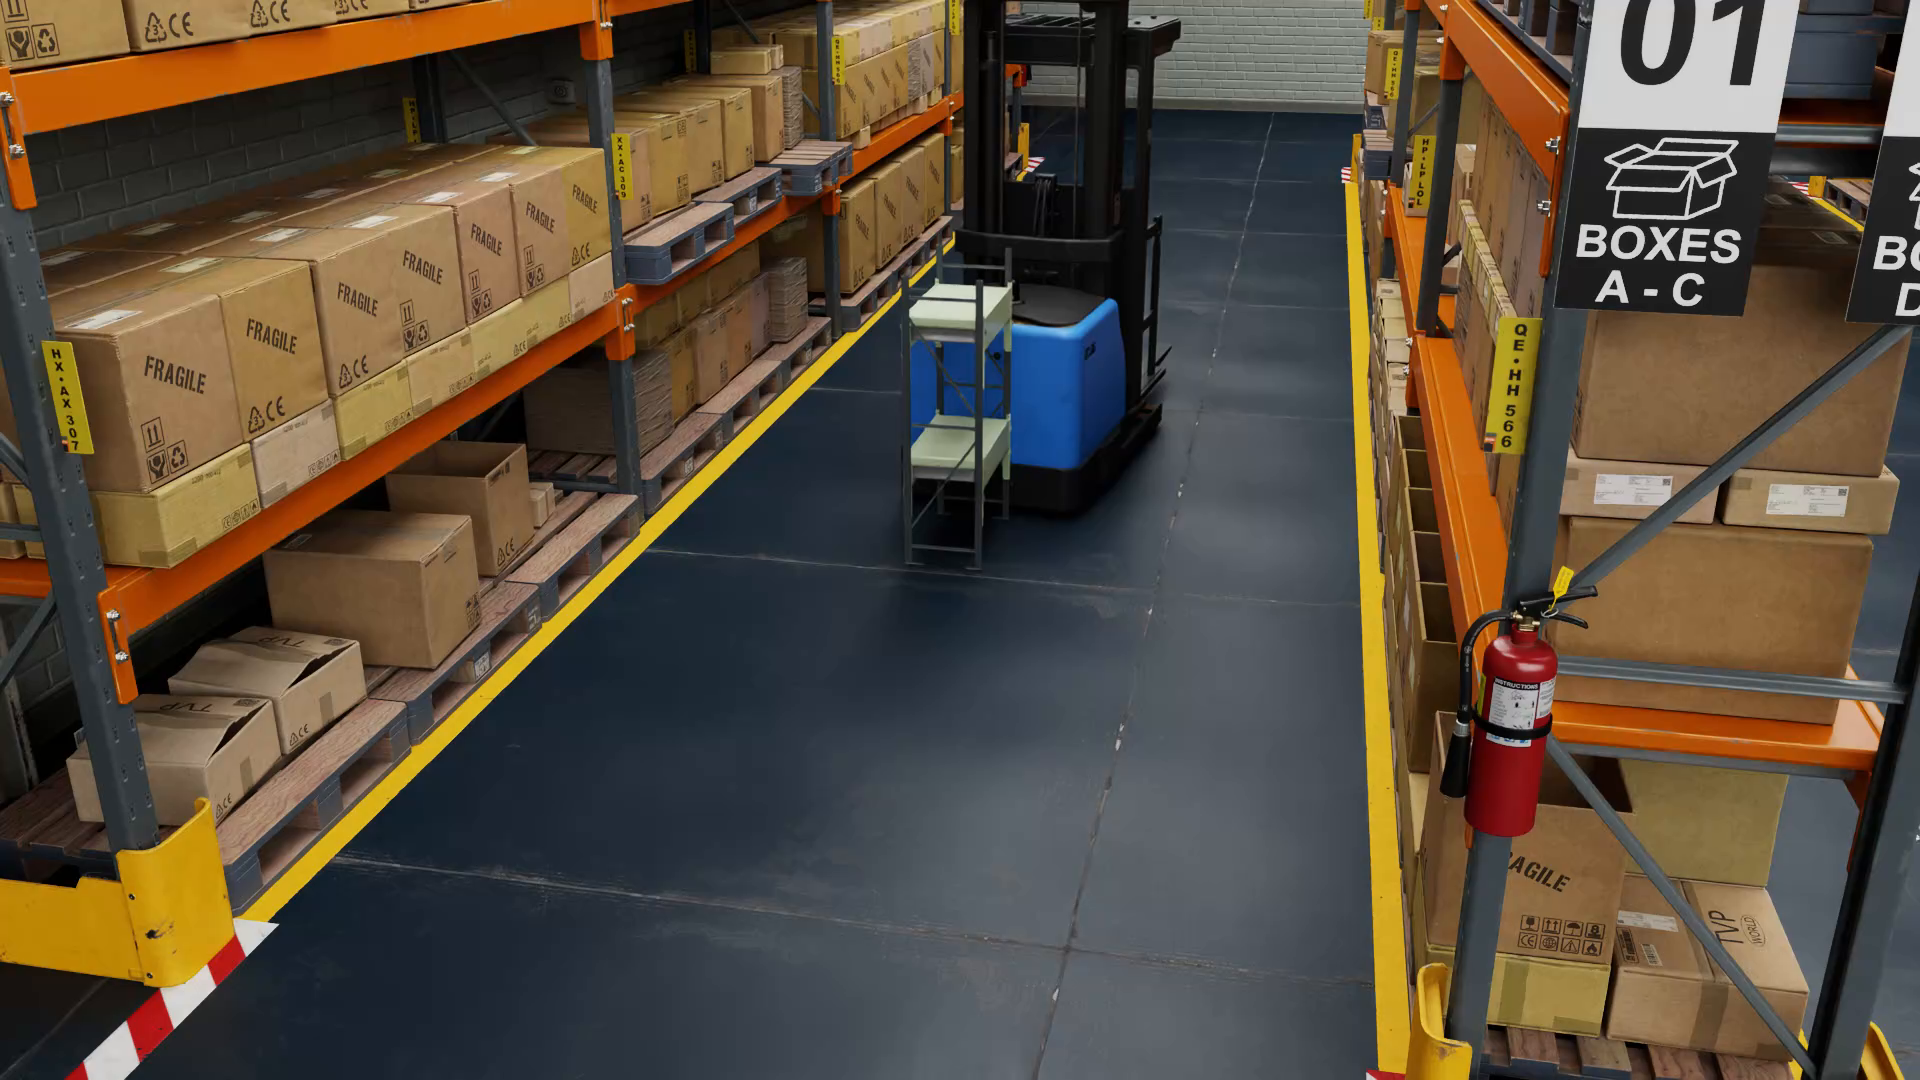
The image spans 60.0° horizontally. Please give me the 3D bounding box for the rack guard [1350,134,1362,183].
[{"bbox_3d":[5.061,-4.326,18.926,1.175,0.500,0.348,4,22,11],"label":"rack guard"}]

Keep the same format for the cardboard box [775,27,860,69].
[{"bbox_3d":[-1.055,-3.662,12.369,0.500,0.250,0.500,5,22,12],"label":"cardboard box"}]

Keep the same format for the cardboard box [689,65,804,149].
[{"bbox_3d":[-1.493,-3.042,11.668,0.700,0.500,0.500,2,22,5],"label":"cardboard box"}]

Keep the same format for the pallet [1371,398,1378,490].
[{"bbox_3d":[2.987,-0.551,9.939,1.003,0.211,1.213,4,22,11],"label":"pallet"}]

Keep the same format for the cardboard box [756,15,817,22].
[{"bbox_3d":[-1.351,-4.067,13.375,0.500,0.250,0.500,4,22,10],"label":"cardboard box"}]

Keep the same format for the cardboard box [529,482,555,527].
[{"bbox_3d":[-2.302,-0.193,8.521,0.380,0.166,0.250,2,22,4],"label":"cardboard box"}]

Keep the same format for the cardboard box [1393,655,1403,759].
[{"bbox_3d":[1.926,0.651,6.341,0.500,0.250,0.500,4,22,11],"label":"cardboard box"}]

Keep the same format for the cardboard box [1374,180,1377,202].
[{"bbox_3d":[3.719,-2.919,13.839,0.500,0.250,0.500,5,22,11],"label":"cardboard box"}]

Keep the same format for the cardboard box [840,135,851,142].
[{"bbox_3d":[-1.053,-3.051,12.723,0.380,0.149,0.250,5,22,12],"label":"cardboard box"}]

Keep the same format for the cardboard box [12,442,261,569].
[{"bbox_3d":[-2.628,-0.132,5.340,0.500,0.250,0.500,4,22,9],"label":"cardboard box"}]

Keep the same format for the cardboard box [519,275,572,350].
[{"bbox_3d":[-2.132,-1.063,7.651,0.500,0.250,0.500,5,22,11],"label":"cardboard box"}]

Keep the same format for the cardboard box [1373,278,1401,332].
[{"bbox_3d":[3.049,-1.598,11.174,0.500,0.311,0.500,5,23,13],"label":"cardboard box"}]

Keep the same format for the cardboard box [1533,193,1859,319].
[{"bbox_3d":[2.032,-0.692,4.686,0.700,0.500,0.500,4,22,10],"label":"cardboard box"}]

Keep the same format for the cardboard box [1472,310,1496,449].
[{"bbox_3d":[2.336,-0.632,6.273,0.700,0.500,0.500,5,22,12],"label":"cardboard box"}]

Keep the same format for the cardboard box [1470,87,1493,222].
[{"bbox_3d":[2.543,-1.610,6.966,0.700,0.500,0.500,5,22,11],"label":"cardboard box"}]

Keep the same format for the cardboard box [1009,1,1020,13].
[{"bbox_3d":[0.132,-5.841,18.941,0.980,0.700,0.700,5,23,13],"label":"cardboard box"}]

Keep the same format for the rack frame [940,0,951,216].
[{"bbox_3d":[-0.590,-4.427,15.830,1.000,3.000,0.127,4,22,11],"label":"rack frame"}]

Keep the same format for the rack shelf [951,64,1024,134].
[{"bbox_3d":[-0.182,-4.824,17.780,1.077,0.370,4.000,4,22,11],"label":"rack shelf"}]

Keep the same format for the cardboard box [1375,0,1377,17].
[{"bbox_3d":[4.521,-5.507,17.040,0.500,0.500,0.500,5,22,12],"label":"cardboard box"}]

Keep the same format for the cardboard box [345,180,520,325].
[{"bbox_3d":[-2.226,-1.226,7.052,0.500,0.500,0.500,4,22,9],"label":"cardboard box"}]

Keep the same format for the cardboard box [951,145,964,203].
[{"bbox_3d":[-0.337,-3.728,16.878,0.700,0.500,0.500,5,22,12],"label":"cardboard box"}]

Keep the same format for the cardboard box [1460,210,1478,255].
[{"bbox_3d":[2.332,-1.297,7.056,0.380,0.149,0.250,5,22,12],"label":"cardboard box"}]

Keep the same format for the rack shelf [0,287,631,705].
[{"bbox_3d":[-2.631,-0.436,6.883,1.077,0.370,4.000,4,22,11],"label":"rack shelf"}]

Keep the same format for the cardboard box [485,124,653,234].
[{"bbox_3d":[-2.085,-1.935,8.920,0.700,0.500,0.500,5,22,11],"label":"cardboard box"}]

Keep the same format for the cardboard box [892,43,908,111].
[{"bbox_3d":[-0.740,-3.879,13.911,0.500,0.500,0.500,5,22,12],"label":"cardboard box"}]

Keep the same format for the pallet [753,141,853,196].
[{"bbox_3d":[-1.448,-2.606,11.566,1.213,0.211,1.003,4,22,11],"label":"pallet"}]

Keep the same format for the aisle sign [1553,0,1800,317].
[{"bbox_3d":[1.510,-0.866,3.509,0.394,0.787,0.004,4,22,11],"label":"aisle sign"}]

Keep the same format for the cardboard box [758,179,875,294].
[{"bbox_3d":[-1.128,-2.420,13.163,0.750,0.750,0.750,4,22,10],"label":"cardboard box"}]

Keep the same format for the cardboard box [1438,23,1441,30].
[{"bbox_3d":[4.736,-4.900,15.533,0.500,0.500,0.500,4,22,9],"label":"cardboard box"}]

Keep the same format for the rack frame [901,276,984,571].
[{"bbox_3d":[-0.085,-0.556,8.227,0.400,1.500,0.023,5,22,12],"label":"rack frame"}]

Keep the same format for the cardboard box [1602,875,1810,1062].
[{"bbox_3d":[2.139,1.240,4.879,0.500,0.250,0.500,4,22,11],"label":"cardboard box"}]

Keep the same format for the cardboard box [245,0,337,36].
[{"bbox_3d":[-2.479,-1.972,5.559,0.500,0.500,0.500,6,23,13],"label":"cardboard box"}]

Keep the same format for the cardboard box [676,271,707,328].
[{"bbox_3d":[-1.900,-1.516,10.355,0.500,0.250,0.500,4,22,9],"label":"cardboard box"}]

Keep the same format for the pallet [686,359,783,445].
[{"bbox_3d":[-1.818,-0.940,10.904,1.003,0.211,1.213,4,22,11],"label":"pallet"}]

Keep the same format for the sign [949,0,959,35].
[{"bbox_3d":[-0.057,-4.889,15.534,0.100,0.325,0.005,4,22,11],"label":"sign"}]

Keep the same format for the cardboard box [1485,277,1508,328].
[{"bbox_3d":[2.071,-0.822,5.876,0.380,0.149,0.250,4,22,10],"label":"cardboard box"}]

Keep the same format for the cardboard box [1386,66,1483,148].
[{"bbox_3d":[3.462,-3.068,11.759,0.700,0.500,0.500,-3,22,-7],"label":"cardboard box"}]

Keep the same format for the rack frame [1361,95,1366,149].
[{"bbox_3d":[5.076,-5.513,18.528,1.000,3.000,0.127,4,22,11],"label":"rack frame"}]

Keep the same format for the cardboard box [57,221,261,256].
[{"bbox_3d":[-2.937,-0.887,6.211,0.500,0.500,0.500,4,22,9],"label":"cardboard box"}]

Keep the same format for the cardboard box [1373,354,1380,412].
[{"bbox_3d":[2.848,-0.963,10.348,0.500,0.250,0.500,4,22,10],"label":"cardboard box"}]

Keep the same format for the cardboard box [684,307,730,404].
[{"bbox_3d":[-1.889,-1.192,10.556,0.700,0.500,0.500,5,22,12],"label":"cardboard box"}]

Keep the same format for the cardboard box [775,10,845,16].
[{"bbox_3d":[-1.247,-4.254,13.838,0.500,0.250,0.500,4,22,10],"label":"cardboard box"}]

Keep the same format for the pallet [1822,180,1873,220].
[{"bbox_3d":[9.718,-3.542,17.366,1.003,0.211,1.213,4,22,11],"label":"pallet"}]

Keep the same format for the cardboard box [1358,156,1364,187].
[{"bbox_3d":[4.484,-3.899,17.611,0.500,0.250,0.500,4,22,11],"label":"cardboard box"}]

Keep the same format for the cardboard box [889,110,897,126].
[{"bbox_3d":[-0.750,-3.617,14.128,0.380,0.149,0.250,5,23,13],"label":"cardboard box"}]

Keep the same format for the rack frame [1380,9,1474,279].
[{"bbox_3d":[3.444,-2.587,11.263,1.000,3.000,0.127,4,22,11],"label":"rack frame"}]

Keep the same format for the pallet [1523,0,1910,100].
[{"bbox_3d":[1.981,-1.269,4.092,1.003,0.211,1.213,4,22,11],"label":"pallet"}]

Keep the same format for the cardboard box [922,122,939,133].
[{"bbox_3d":[-0.402,-4.280,17.381,0.380,0.149,0.250,4,22,9],"label":"cardboard box"}]

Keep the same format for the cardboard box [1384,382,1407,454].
[{"bbox_3d":[2.530,-0.665,8.857,0.500,0.311,0.500,5,22,12],"label":"cardboard box"}]

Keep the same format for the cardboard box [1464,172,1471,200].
[{"bbox_3d":[2.908,-1.643,8.785,0.500,0.500,0.500,6,23,15],"label":"cardboard box"}]

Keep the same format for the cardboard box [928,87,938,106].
[{"bbox_3d":[-0.410,-4.080,15.279,0.380,0.149,0.250,5,22,12],"label":"cardboard box"}]

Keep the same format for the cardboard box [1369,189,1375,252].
[{"bbox_3d":[3.825,-2.741,14.401,0.500,0.500,0.500,5,22,12],"label":"cardboard box"}]

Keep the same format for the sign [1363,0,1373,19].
[{"bbox_3d":[4.545,-5.956,18.469,0.100,0.325,0.005,4,22,11],"label":"sign"}]

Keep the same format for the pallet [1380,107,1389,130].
[{"bbox_3d":[3.836,-3.210,13.066,1.003,0.211,1.213,4,22,11],"label":"pallet"}]

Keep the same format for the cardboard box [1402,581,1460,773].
[{"bbox_3d":[1.819,0.485,5.748,0.500,0.500,0.500,4,22,11],"label":"cardboard box"}]

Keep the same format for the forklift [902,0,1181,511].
[{"bbox_3d":[0.650,-2.035,9.983,1.130,2.935,3.031,8,23,18],"label":"forklift"}]

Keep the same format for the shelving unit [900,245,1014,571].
[{"bbox_3d":[-0.006,-0.690,8.559,0.431,1.500,0.755,5,22,12],"label":"shelving unit"}]
